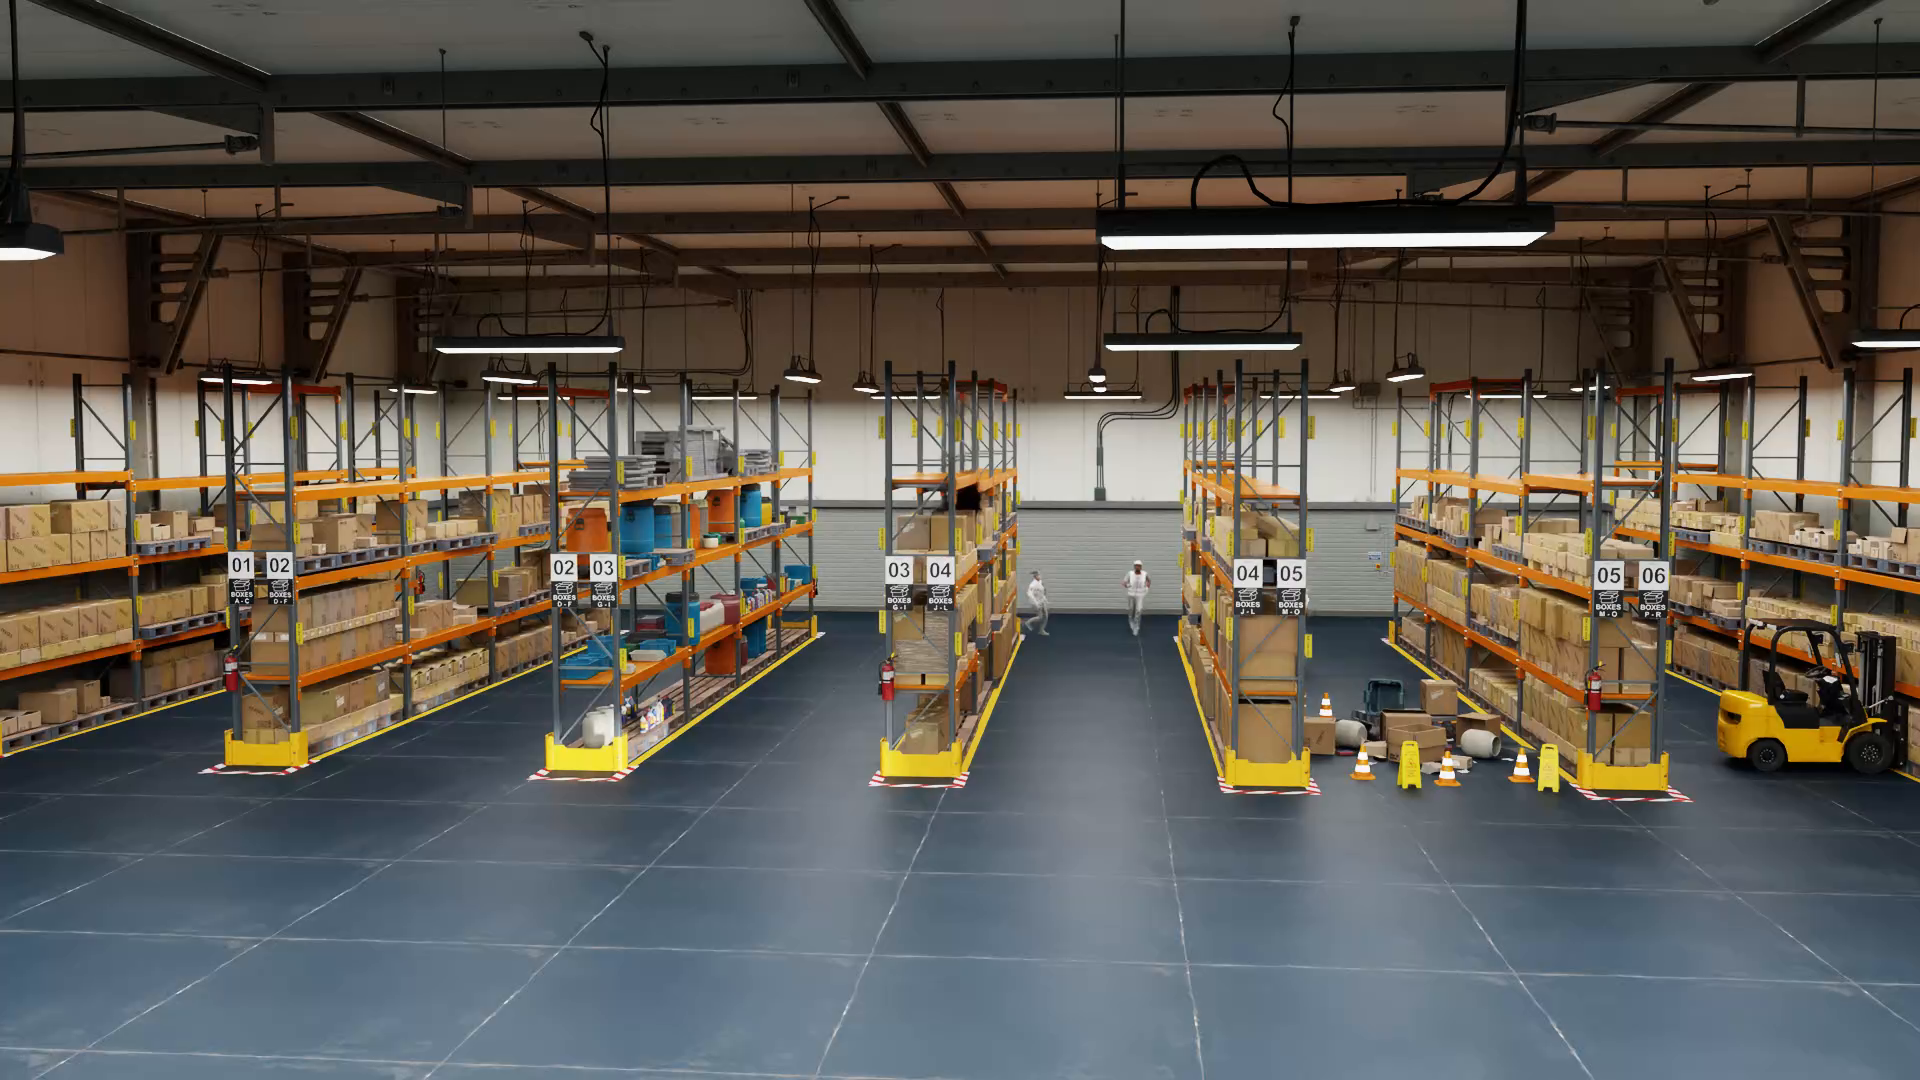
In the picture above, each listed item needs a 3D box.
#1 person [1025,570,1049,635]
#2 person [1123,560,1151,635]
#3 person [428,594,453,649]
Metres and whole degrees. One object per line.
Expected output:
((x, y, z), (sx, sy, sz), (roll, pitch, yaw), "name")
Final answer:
((1.866, 1.528, 40.650), (0.520, 1.630, 0.654), (3, 5, 34), "person")
((4.359, 1.404, 41.050), (0.686, 1.810, 0.948), (1, 4, 8), "person")
((-10.989, 1.919, 35.232), (0.612, 1.624, 0.986), (1, 4, 8), "person")
